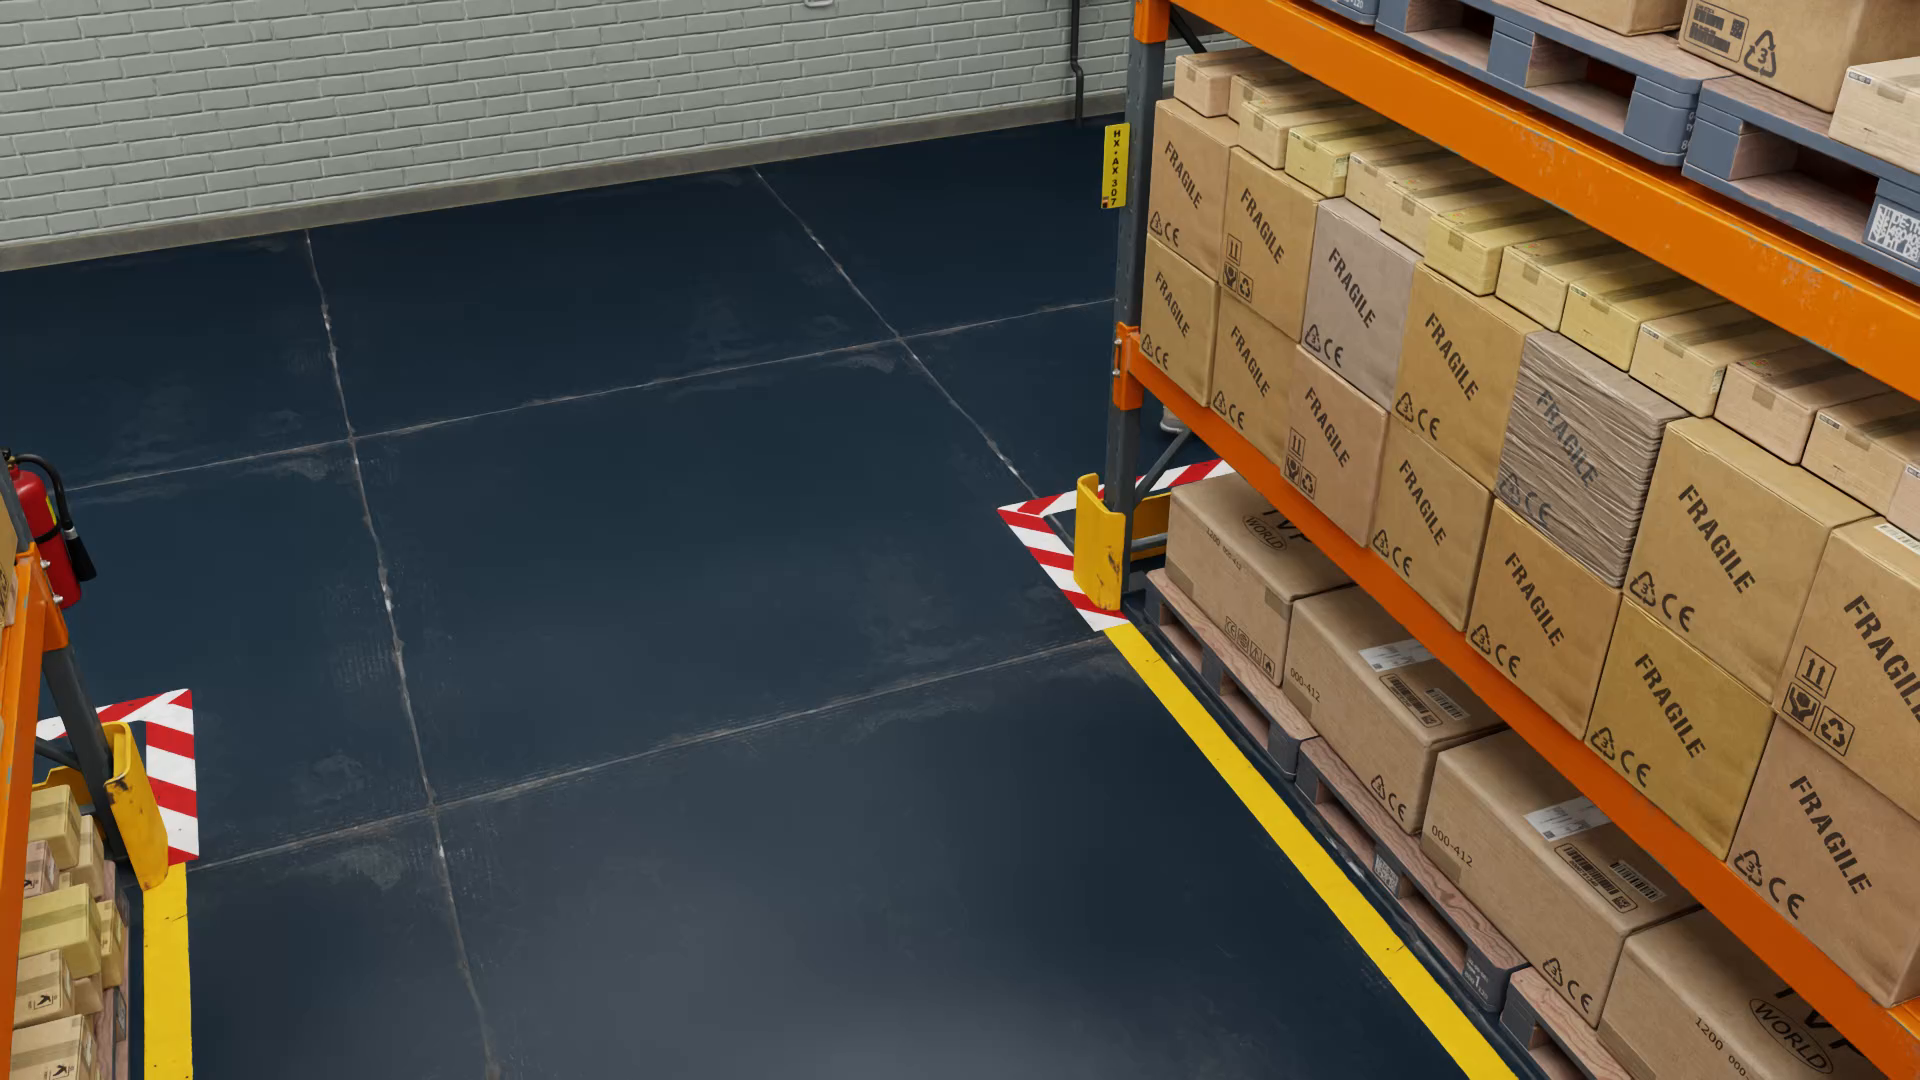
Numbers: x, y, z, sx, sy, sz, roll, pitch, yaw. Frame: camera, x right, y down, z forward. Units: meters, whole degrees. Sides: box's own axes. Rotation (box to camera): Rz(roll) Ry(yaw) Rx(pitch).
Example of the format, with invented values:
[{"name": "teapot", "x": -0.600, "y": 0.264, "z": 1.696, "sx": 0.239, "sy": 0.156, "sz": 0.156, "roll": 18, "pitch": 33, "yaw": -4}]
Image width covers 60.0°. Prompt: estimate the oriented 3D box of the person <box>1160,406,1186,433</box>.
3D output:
[{"name": "person", "x": 1.485, "y": -1.354, "z": 8.203, "sx": 1.025, "sy": 1.662, "sz": 0.575, "roll": -9, "pitch": 34, "yaw": -14}]
